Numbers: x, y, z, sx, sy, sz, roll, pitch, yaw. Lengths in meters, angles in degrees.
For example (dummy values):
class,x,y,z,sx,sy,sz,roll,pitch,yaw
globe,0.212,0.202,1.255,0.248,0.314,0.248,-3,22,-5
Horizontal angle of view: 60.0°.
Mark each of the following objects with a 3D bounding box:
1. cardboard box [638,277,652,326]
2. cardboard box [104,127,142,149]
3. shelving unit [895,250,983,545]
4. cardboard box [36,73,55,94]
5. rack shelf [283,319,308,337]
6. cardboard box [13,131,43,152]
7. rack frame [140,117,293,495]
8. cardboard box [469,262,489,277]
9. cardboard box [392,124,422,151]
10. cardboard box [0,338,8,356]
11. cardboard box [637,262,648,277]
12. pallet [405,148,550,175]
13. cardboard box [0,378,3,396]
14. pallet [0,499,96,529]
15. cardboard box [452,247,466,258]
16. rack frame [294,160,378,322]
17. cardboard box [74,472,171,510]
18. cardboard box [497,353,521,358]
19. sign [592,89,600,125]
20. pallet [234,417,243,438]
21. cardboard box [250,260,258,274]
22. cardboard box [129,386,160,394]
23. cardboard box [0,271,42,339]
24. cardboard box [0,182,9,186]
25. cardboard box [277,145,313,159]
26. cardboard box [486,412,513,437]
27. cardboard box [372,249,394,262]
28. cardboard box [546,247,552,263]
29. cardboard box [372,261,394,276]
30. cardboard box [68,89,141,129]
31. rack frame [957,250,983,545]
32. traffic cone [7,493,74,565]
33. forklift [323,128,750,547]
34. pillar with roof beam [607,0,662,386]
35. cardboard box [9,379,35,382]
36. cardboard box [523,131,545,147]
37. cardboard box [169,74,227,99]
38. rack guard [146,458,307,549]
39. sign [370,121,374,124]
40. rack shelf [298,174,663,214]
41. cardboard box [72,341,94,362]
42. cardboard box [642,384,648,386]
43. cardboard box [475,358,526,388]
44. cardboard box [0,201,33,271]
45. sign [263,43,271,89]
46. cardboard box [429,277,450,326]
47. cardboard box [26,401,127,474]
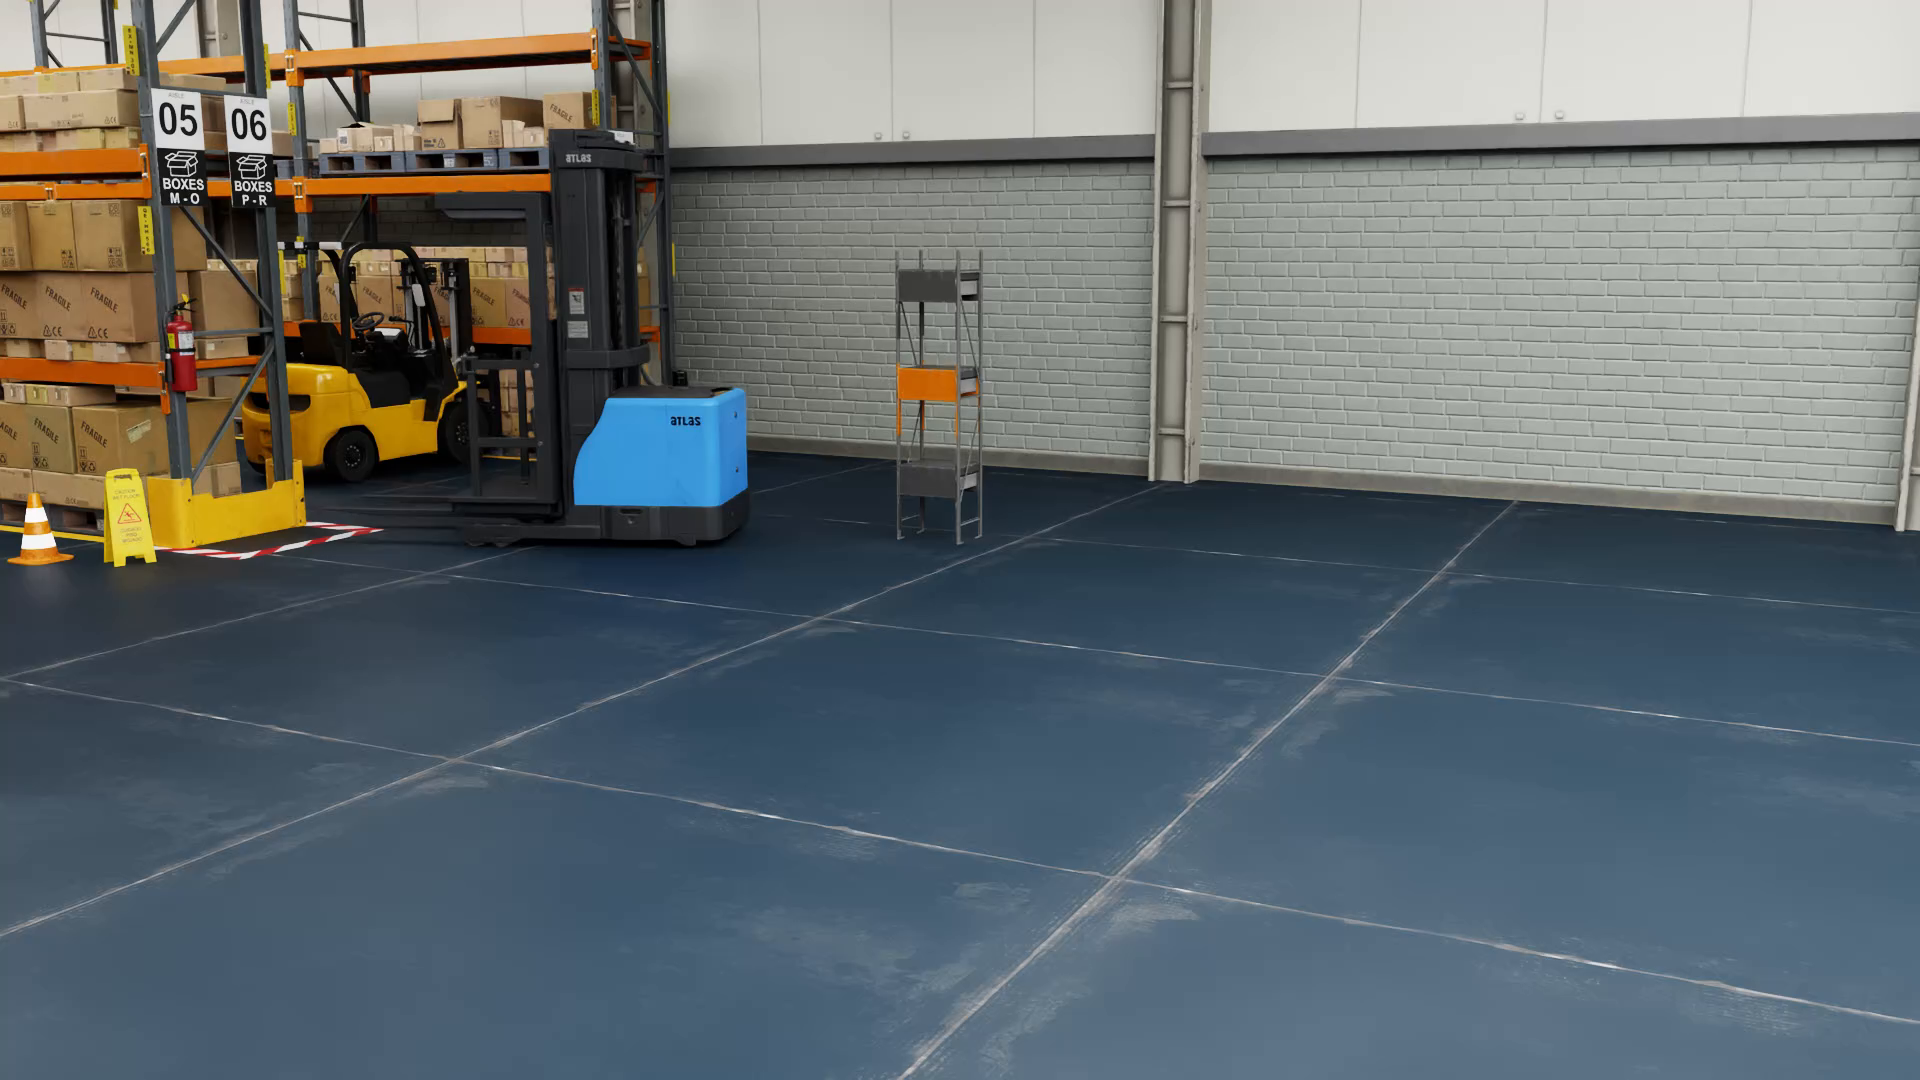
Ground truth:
class,x,y,z,sx,sy,sz,roll,pitch,yaw
cardboard box,-3.510,-2.436,16.984,0.500,0.500,0.500,5,12,28
cardboard box,-5.825,-2.846,11.814,0.250,0.149,0.380,5,11,26
shelving unit,-0.148,-1.046,12.115,0.503,2.100,0.431,5,11,26
cardboard box,-6.472,-3.306,12.118,0.250,0.149,0.380,5,11,26
rack shelf,-8.569,-2.422,19.209,4.000,0.370,1.077,5,11,26
cardboard box,-6.728,-2.929,12.275,0.250,0.149,0.380,5,11,25
rack frame,-5.382,-1.510,12.150,0.127,3.000,1.000,5,11,26
cardboard box,-4.785,-2.751,16.906,0.250,0.149,0.380,5,11,26
cardboard box,-5.579,-4.118,17.058,0.258,0.266,0.396,5,11,24
cardboard box,-7.174,-1.505,12.829,0.250,0.149,0.380,5,11,26
cardboard box,-3.378,-2.739,16.842,0.250,0.149,0.380,5,11,24
pallet,-4.909,-3.891,17.134,1.213,0.211,1.003,5,11,26
cardboard box,-7.769,-1.197,13.035,0.250,0.149,0.380,6,12,29
pallet,-7.253,-0.310,13.349,1.213,0.211,1.003,5,11,26
cardboard box,-4.981,-2.932,17.072,0.250,0.149,0.380,5,11,27
rack frame,-6.776,-2.618,18.274,0.127,3.000,1.000,5,11,26
cardboard box,-6.247,-0.386,12.483,0.500,0.250,0.500,5,11,26
cardboard box,-4.886,-1.838,17.698,0.500,0.250,0.500,5,11,25
sign,-3.441,-4.090,15.720,0.005,0.325,0.100,5,11,26
pallet,-7.454,-1.298,18.808,1.213,0.211,1.003,5,11,26
cardboard box,-7.616,-3.023,18.409,0.250,0.149,0.380,5,11,26
cardboard box,-9.220,-1.870,19.628,0.625,0.625,0.875,5,12,28
cardboard box,-6.884,-1.784,12.551,0.500,0.500,0.500,5,11,26
cardboard box,-11.382,-4.377,19.989,0.500,0.250,0.500,5,11,26
cardboard box,-7.450,-4.325,18.525,0.250,0.149,0.380,5,11,26
cardboard box,-4.636,-1.225,17.116,0.500,0.250,0.500,5,11,26
cardboard box,-5.929,-2.999,17.440,0.250,0.149,0.380,5,12,27
cardboard box,-4.085,-2.843,16.579,0.250,0.149,0.380,5,12,27
cardboard box,-5.939,-2.852,17.463,0.250,0.149,0.380,5,12,27
cardboard box,-5.960,-3.056,11.855,0.500,0.250,0.500,5,11,25
rack frame,0.070,-1.027,12.009,0.015,2.100,0.400,5,11,26
traffic cone,-6.338,-0.089,11.425,0.334,0.463,0.336,5,11,26
forklift,-3.155,-1.485,12.206,3.031,2.935,1.130,1,10,5
pillar with roof beam,-5.319,-4.766,13.297,0.400,9.000,9.100,5,11,26
cardboard box,-11.282,-1.950,20.422,0.500,0.500,0.500,5,11,25
cardboard box,-4.066,-3.928,16.334,0.250,0.149,0.380,5,11,24
cardboard box,-5.610,-3.315,12.169,0.250,0.149,0.380,5,11,25
rack guard,-5.450,-0.286,12.406,0.348,0.500,1.175,5,11,26
sign,-6.532,-4.476,18.444,0.005,0.325,0.100,5,11,26
rack shelf,-4.982,-3.583,17.200,4.000,0.370,1.077,5,11,26
cardboard box,-6.308,-1.407,12.290,0.250,0.149,0.380,5,11,25
cardboard box,-3.519,-1.473,17.083,0.500,0.250,0.500,5,12,27
cardboard box,-4.657,-1.713,17.004,0.500,0.250,0.500,5,11,27
cardboard box,-6.890,-2.268,12.414,0.500,0.500,0.700,5,11,25
sign,-5.142,-3.503,12.284,0.005,0.325,0.100,5,11,26
cardboard box,-5.123,-2.470,17.172,0.500,0.500,0.500,5,11,26
cardboard box,-6.685,-0.795,12.634,0.500,0.500,0.500,6,12,28
